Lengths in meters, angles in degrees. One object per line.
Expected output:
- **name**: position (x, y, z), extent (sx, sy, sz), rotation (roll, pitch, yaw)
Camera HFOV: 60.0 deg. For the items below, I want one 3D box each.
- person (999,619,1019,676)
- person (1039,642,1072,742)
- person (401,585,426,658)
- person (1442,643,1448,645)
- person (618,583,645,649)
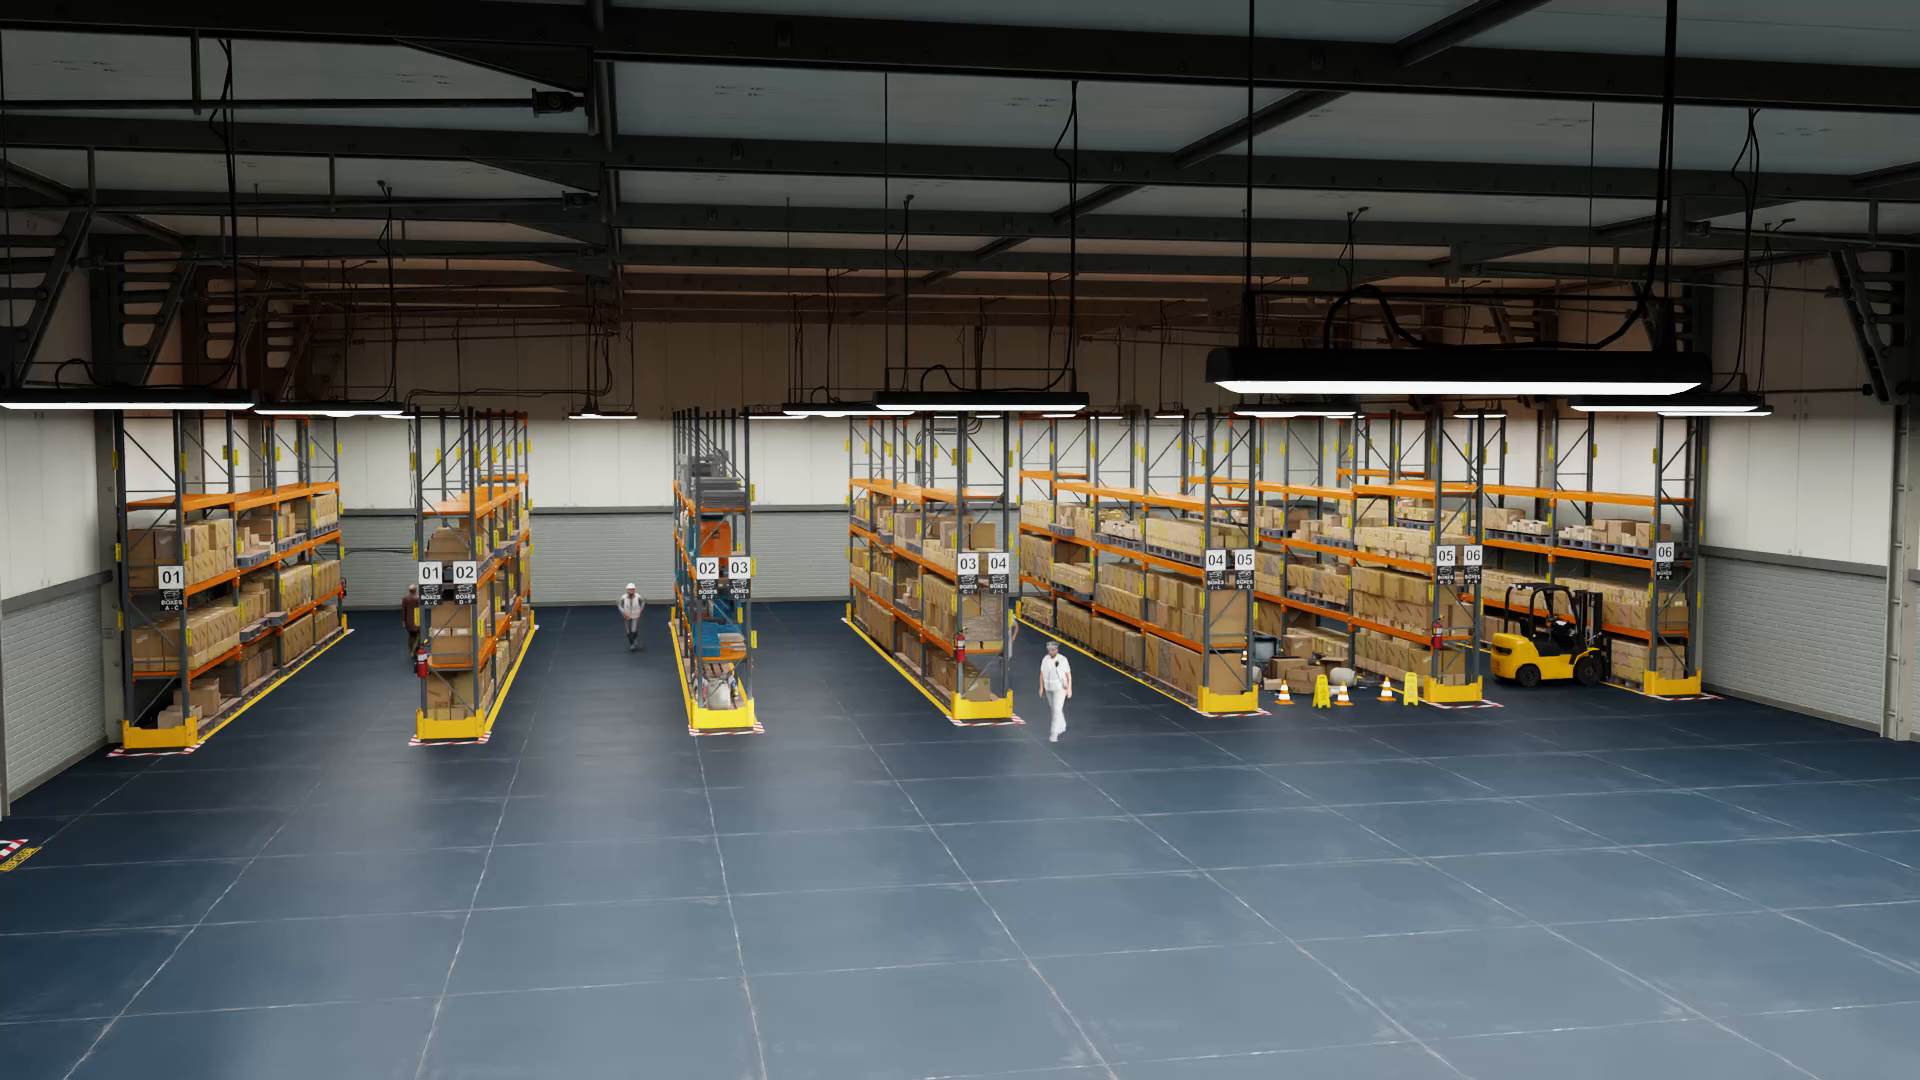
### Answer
- **person**: position (1.022, 2.280, 37.316), extent (0.601, 1.588, 0.708), rotation (0, 4, -1)
- **person**: position (1.709, 2.707, 30.168), extent (0.580, 1.735, 0.863), rotation (3, 5, 40)
- **person**: position (-13.270, 1.972, 40.341), extent (0.633, 1.778, 0.586), rotation (1, 4, 15)
- **person**: position (11.145, 2.144, 38.268), extent (0.606, 1.726, 0.744), rotation (-2, 4, -24)
- **person**: position (-8.245, 1.912, 41.779), extent (0.631, 1.684, 0.727), rotation (0, 4, 0)
